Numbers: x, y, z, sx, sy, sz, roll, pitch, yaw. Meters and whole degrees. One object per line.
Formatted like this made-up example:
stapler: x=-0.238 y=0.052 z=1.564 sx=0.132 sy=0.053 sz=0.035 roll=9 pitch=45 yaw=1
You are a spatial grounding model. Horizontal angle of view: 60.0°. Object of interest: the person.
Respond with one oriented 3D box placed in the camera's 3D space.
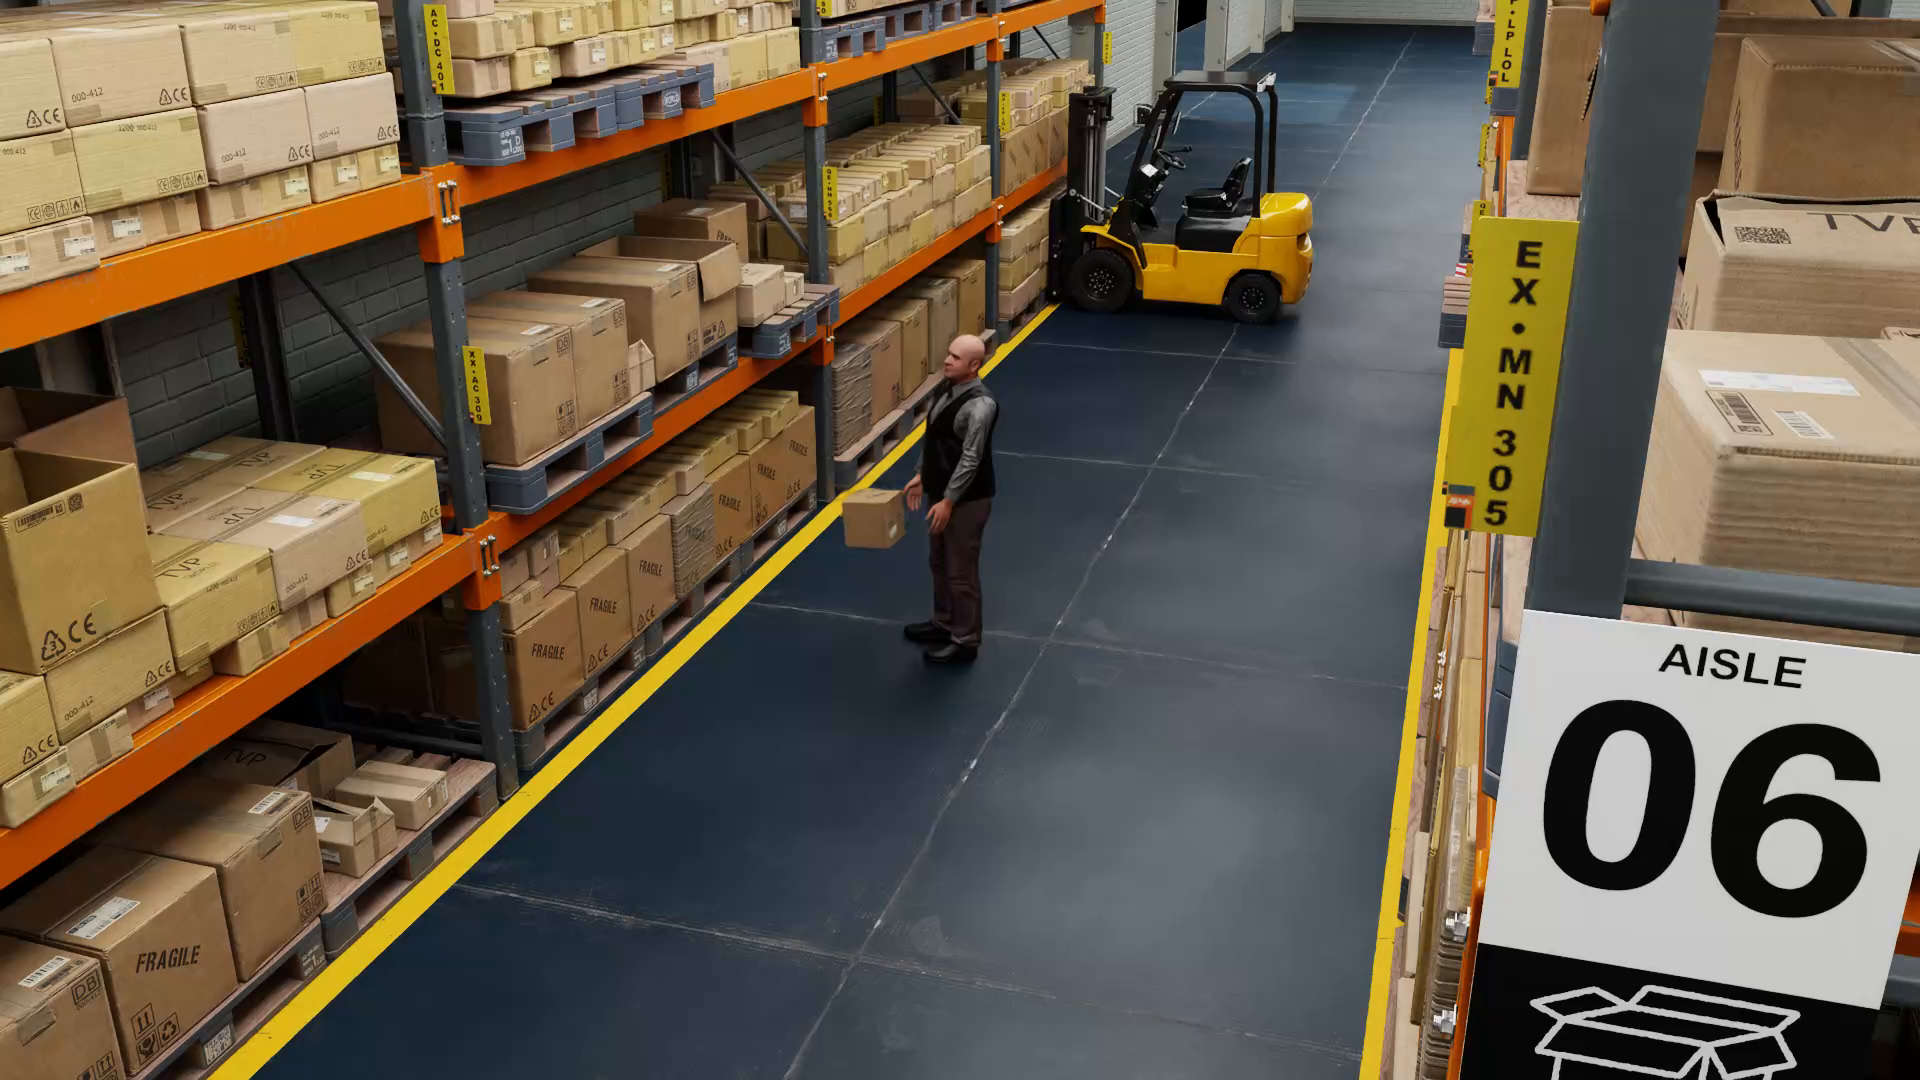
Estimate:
person: x=-0.027 y=-0.190 z=8.535 sx=0.600 sy=1.727 sz=0.428 roll=18 pitch=28 yaw=37
